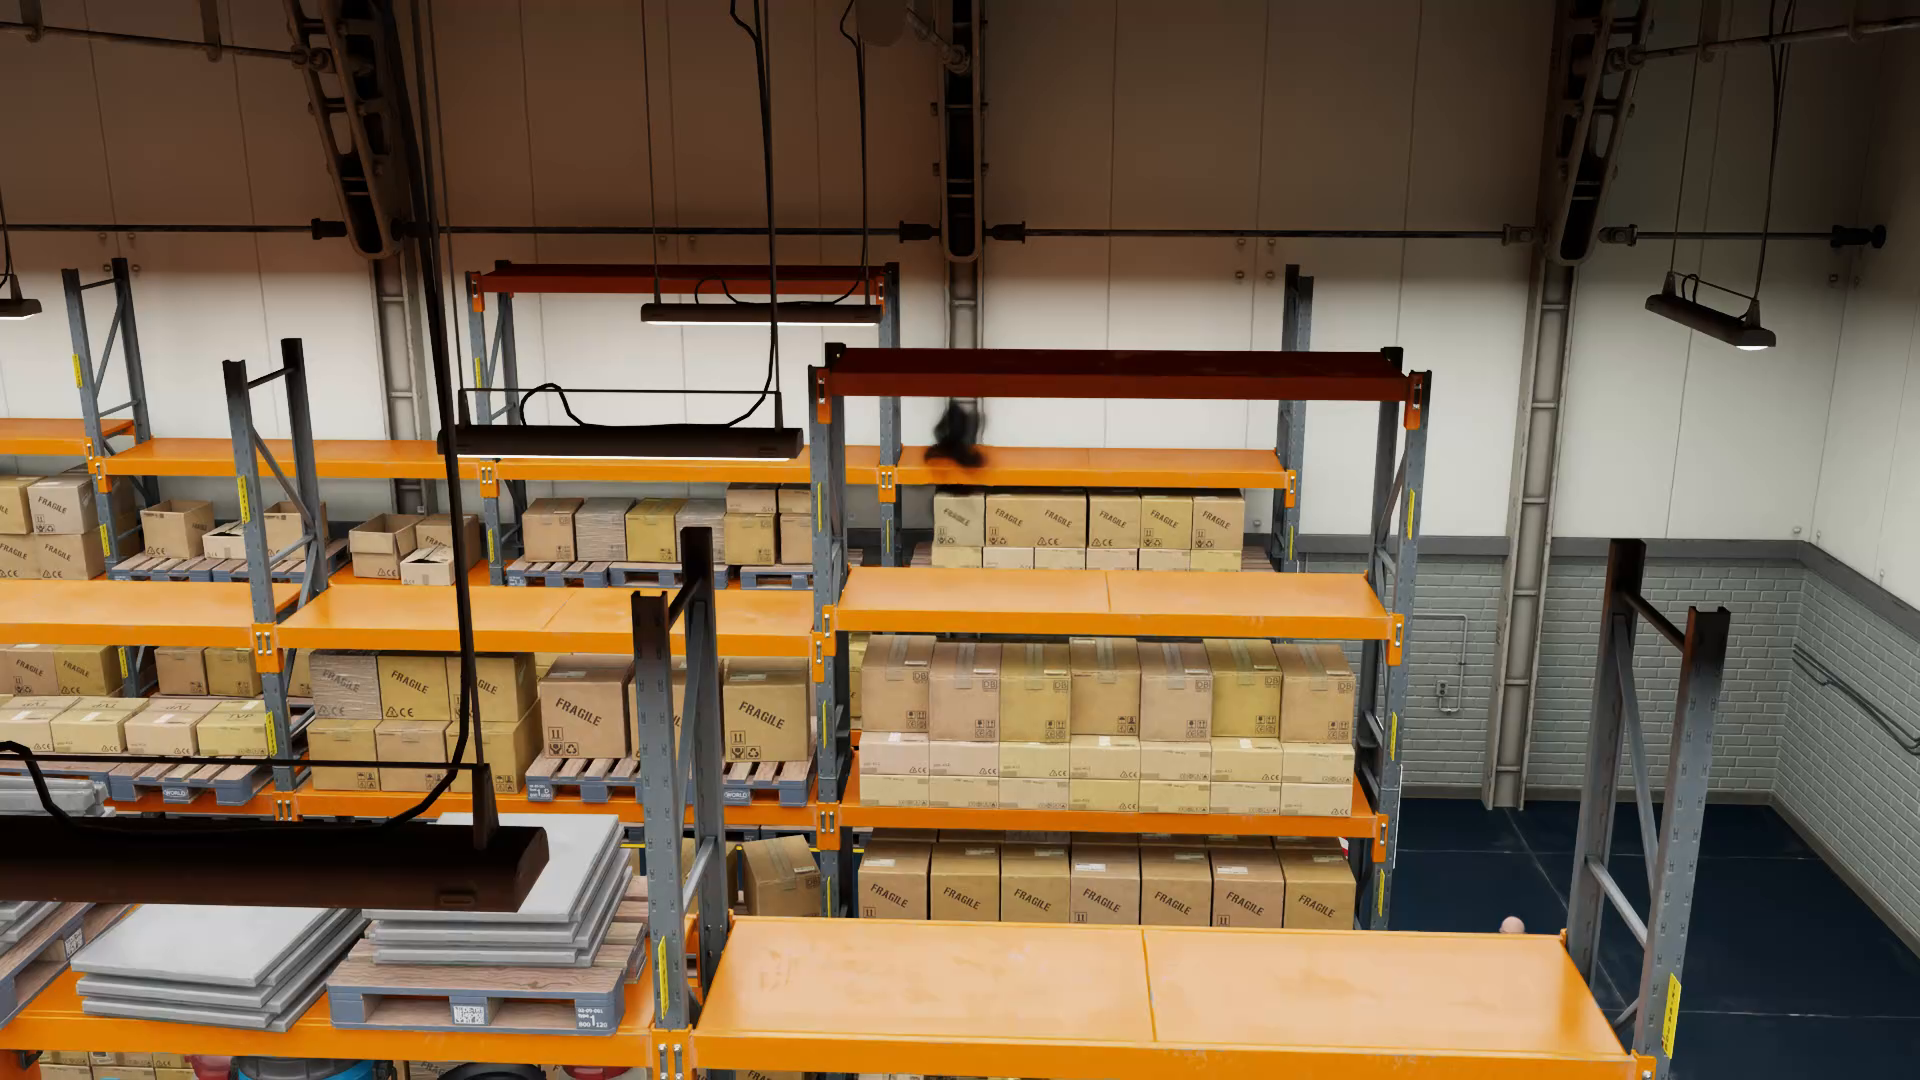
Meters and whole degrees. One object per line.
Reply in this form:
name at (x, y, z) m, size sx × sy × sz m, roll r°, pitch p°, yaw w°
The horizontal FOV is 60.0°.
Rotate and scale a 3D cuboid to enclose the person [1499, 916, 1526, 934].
person at (4.130, 3.707, 12.717) m, size 0.702 × 1.734 × 0.626 m, roll 7°, pitch 17°, yaw 22°
